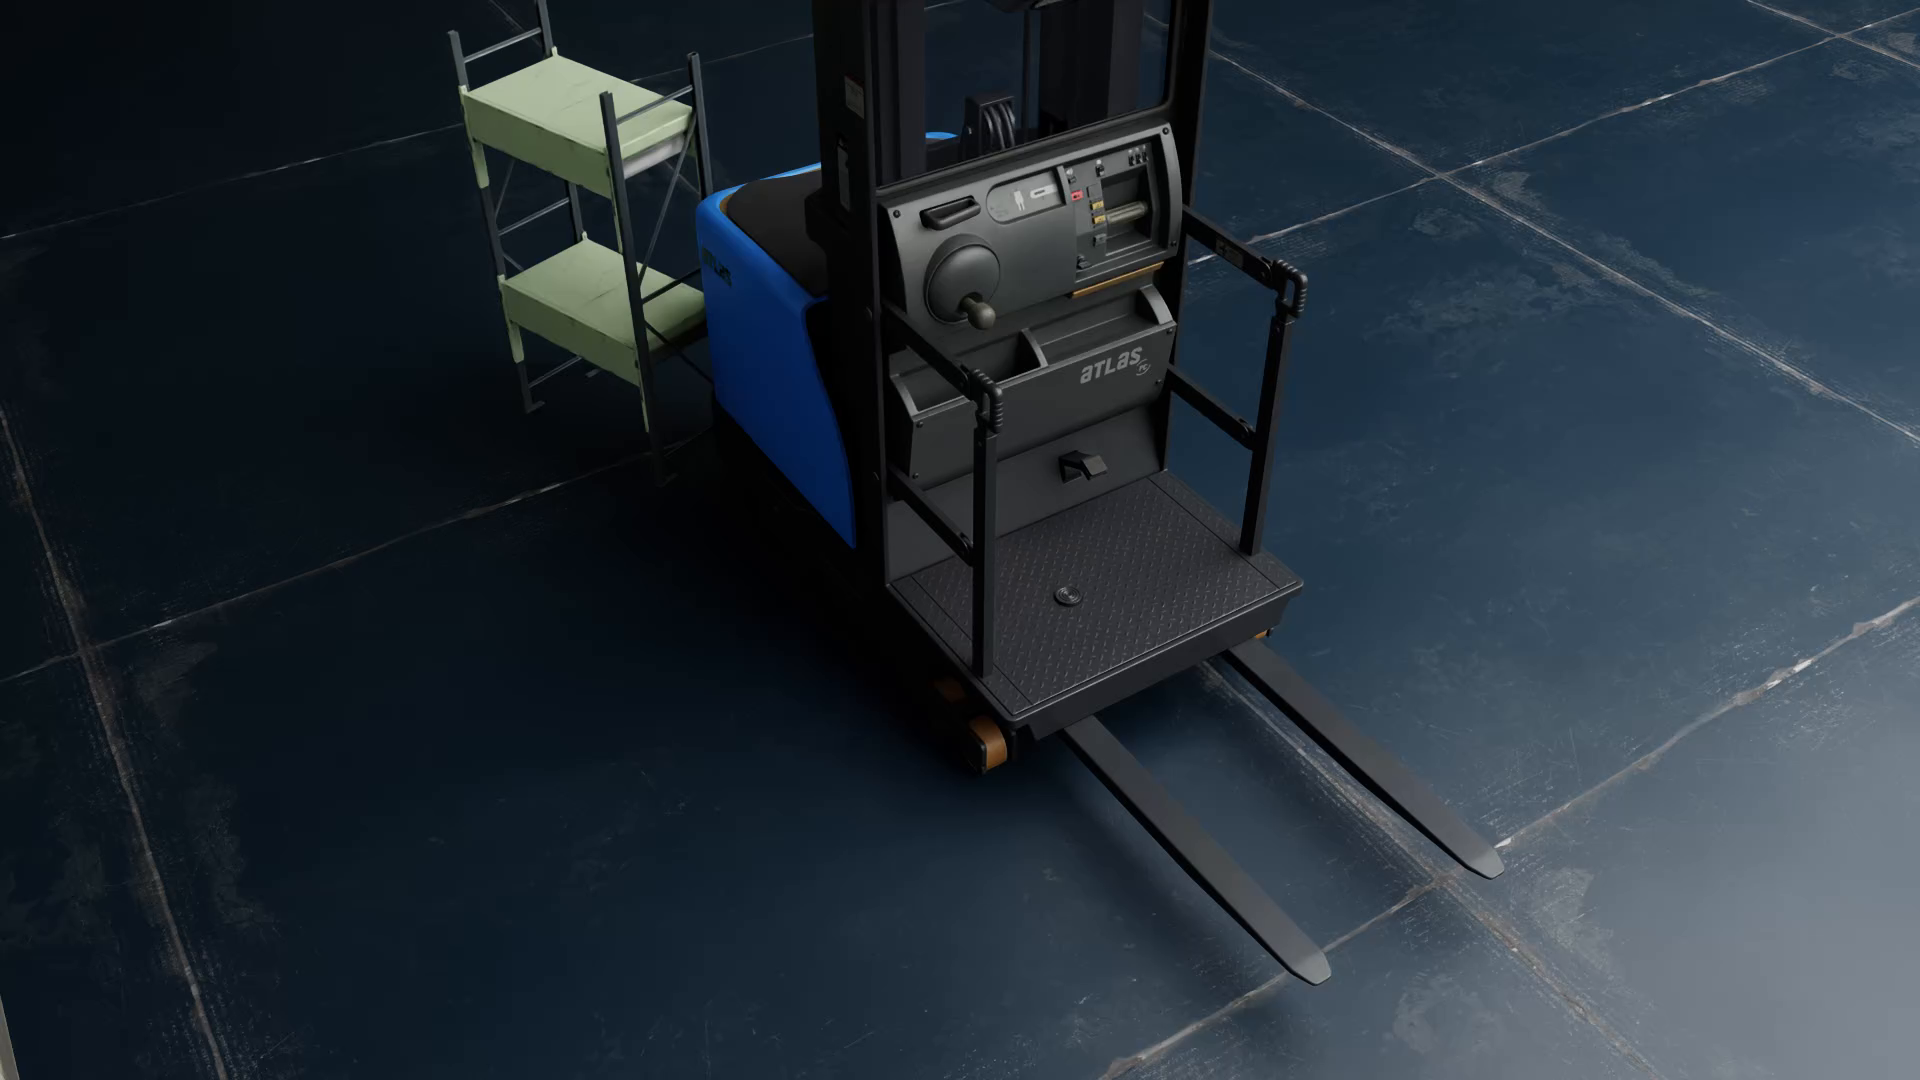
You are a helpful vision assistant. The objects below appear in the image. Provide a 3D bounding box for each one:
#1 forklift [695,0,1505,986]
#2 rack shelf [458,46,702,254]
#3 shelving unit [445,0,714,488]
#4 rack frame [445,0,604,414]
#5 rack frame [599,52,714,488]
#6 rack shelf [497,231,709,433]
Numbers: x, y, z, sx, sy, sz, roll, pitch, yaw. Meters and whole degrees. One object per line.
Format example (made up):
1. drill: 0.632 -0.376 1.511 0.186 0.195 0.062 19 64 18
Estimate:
1. forklift: 0.336 -0.790 4.408 1.130 2.935 3.031 -22 45 -24
2. rack shelf: -1.244 -1.312 5.543 0.720 0.370 0.431 27 47 29
3. shelving unit: -1.244 -1.012 5.793 0.755 1.500 0.431 27 47 29
4. rack frame: -1.530 -1.158 5.968 0.023 1.500 0.400 27 47 29
5. rack frame: -0.958 -0.866 5.618 0.023 1.500 0.400 27 47 29
6. rack shelf: -1.244 -0.761 6.001 0.720 0.370 0.431 27 47 29
